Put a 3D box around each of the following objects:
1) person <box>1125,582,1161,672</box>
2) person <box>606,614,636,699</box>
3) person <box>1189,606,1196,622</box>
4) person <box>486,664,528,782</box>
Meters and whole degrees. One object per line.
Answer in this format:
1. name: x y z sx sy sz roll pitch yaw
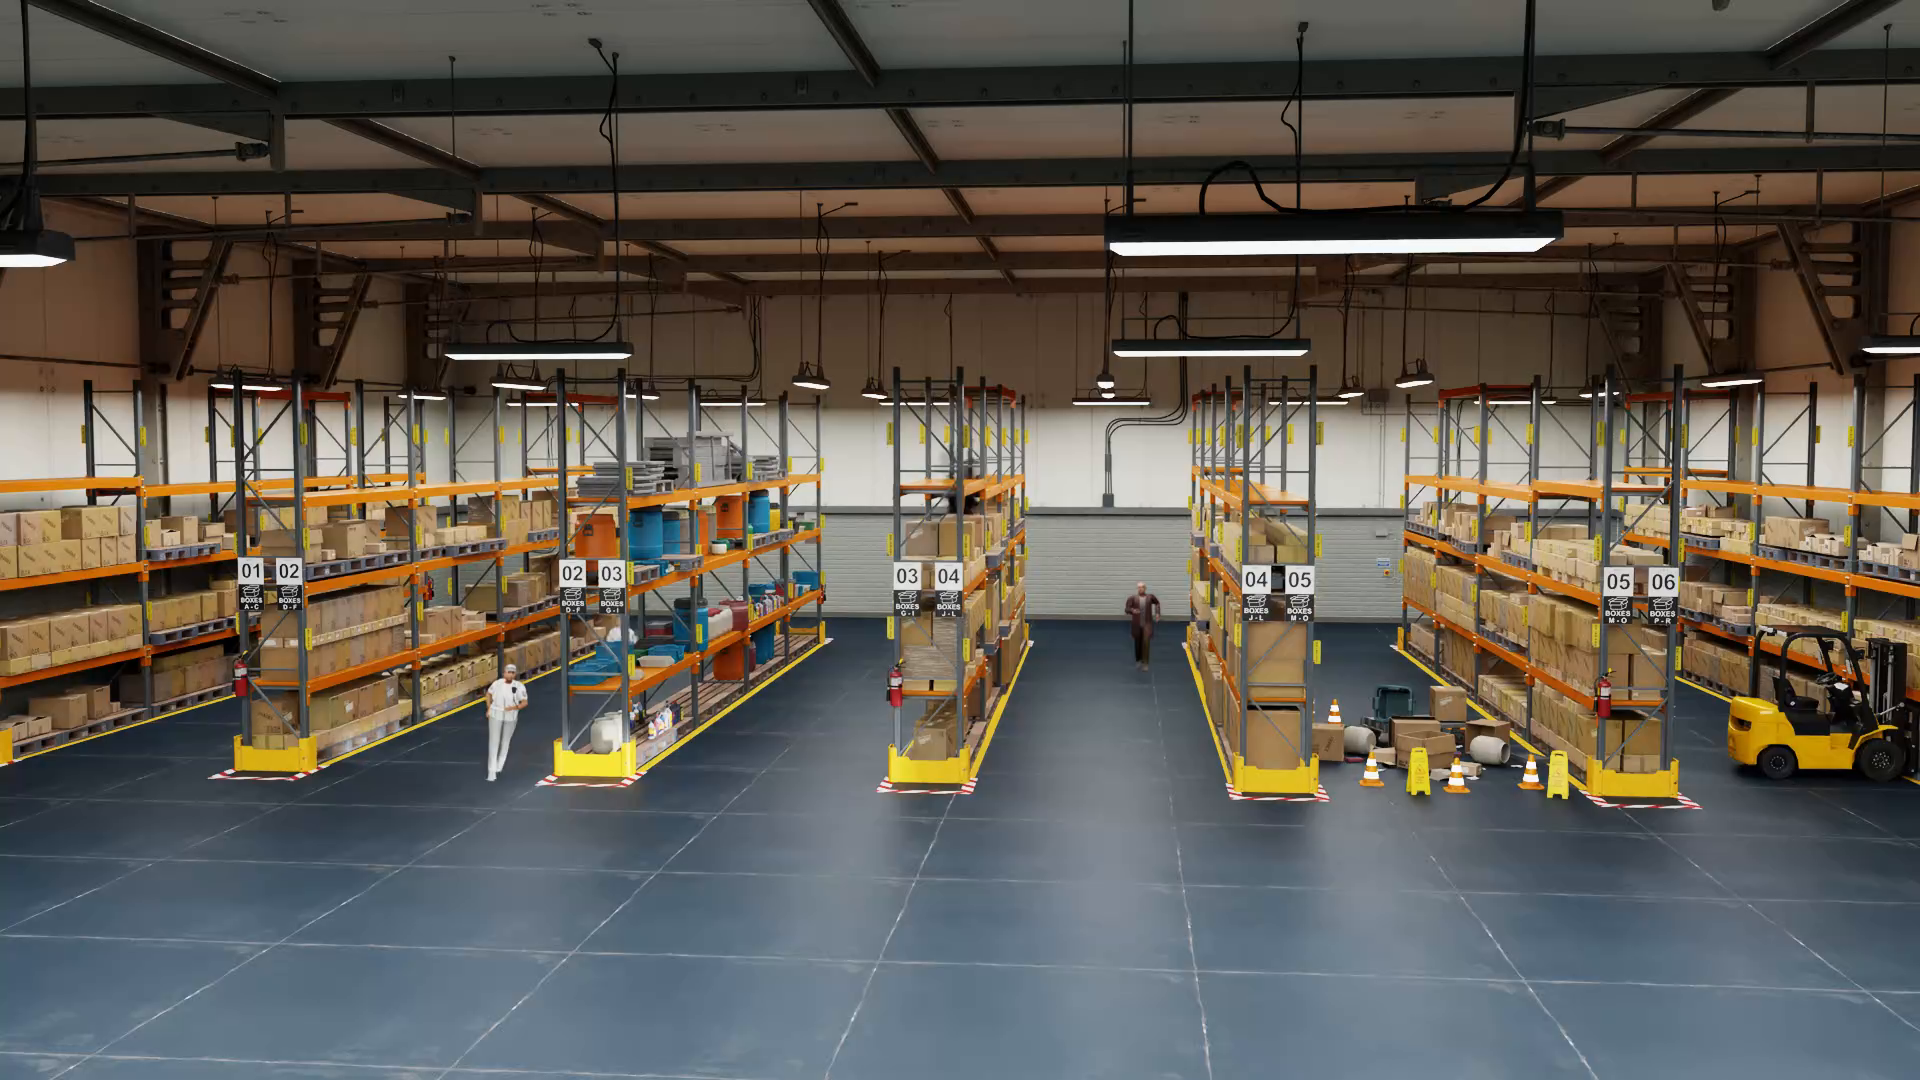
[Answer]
1. person: 3.711 1.761 33.835 0.723 1.807 1.072 1 4 8
2. person: -6.434 2.210 31.505 0.607 1.656 0.561 0 4 -4
3. person: 5.848 1.679 40.784 0.621 1.627 0.700 2 4 24
4. person: -6.676 2.668 24.506 0.593 1.694 0.766 -1 4 -16
